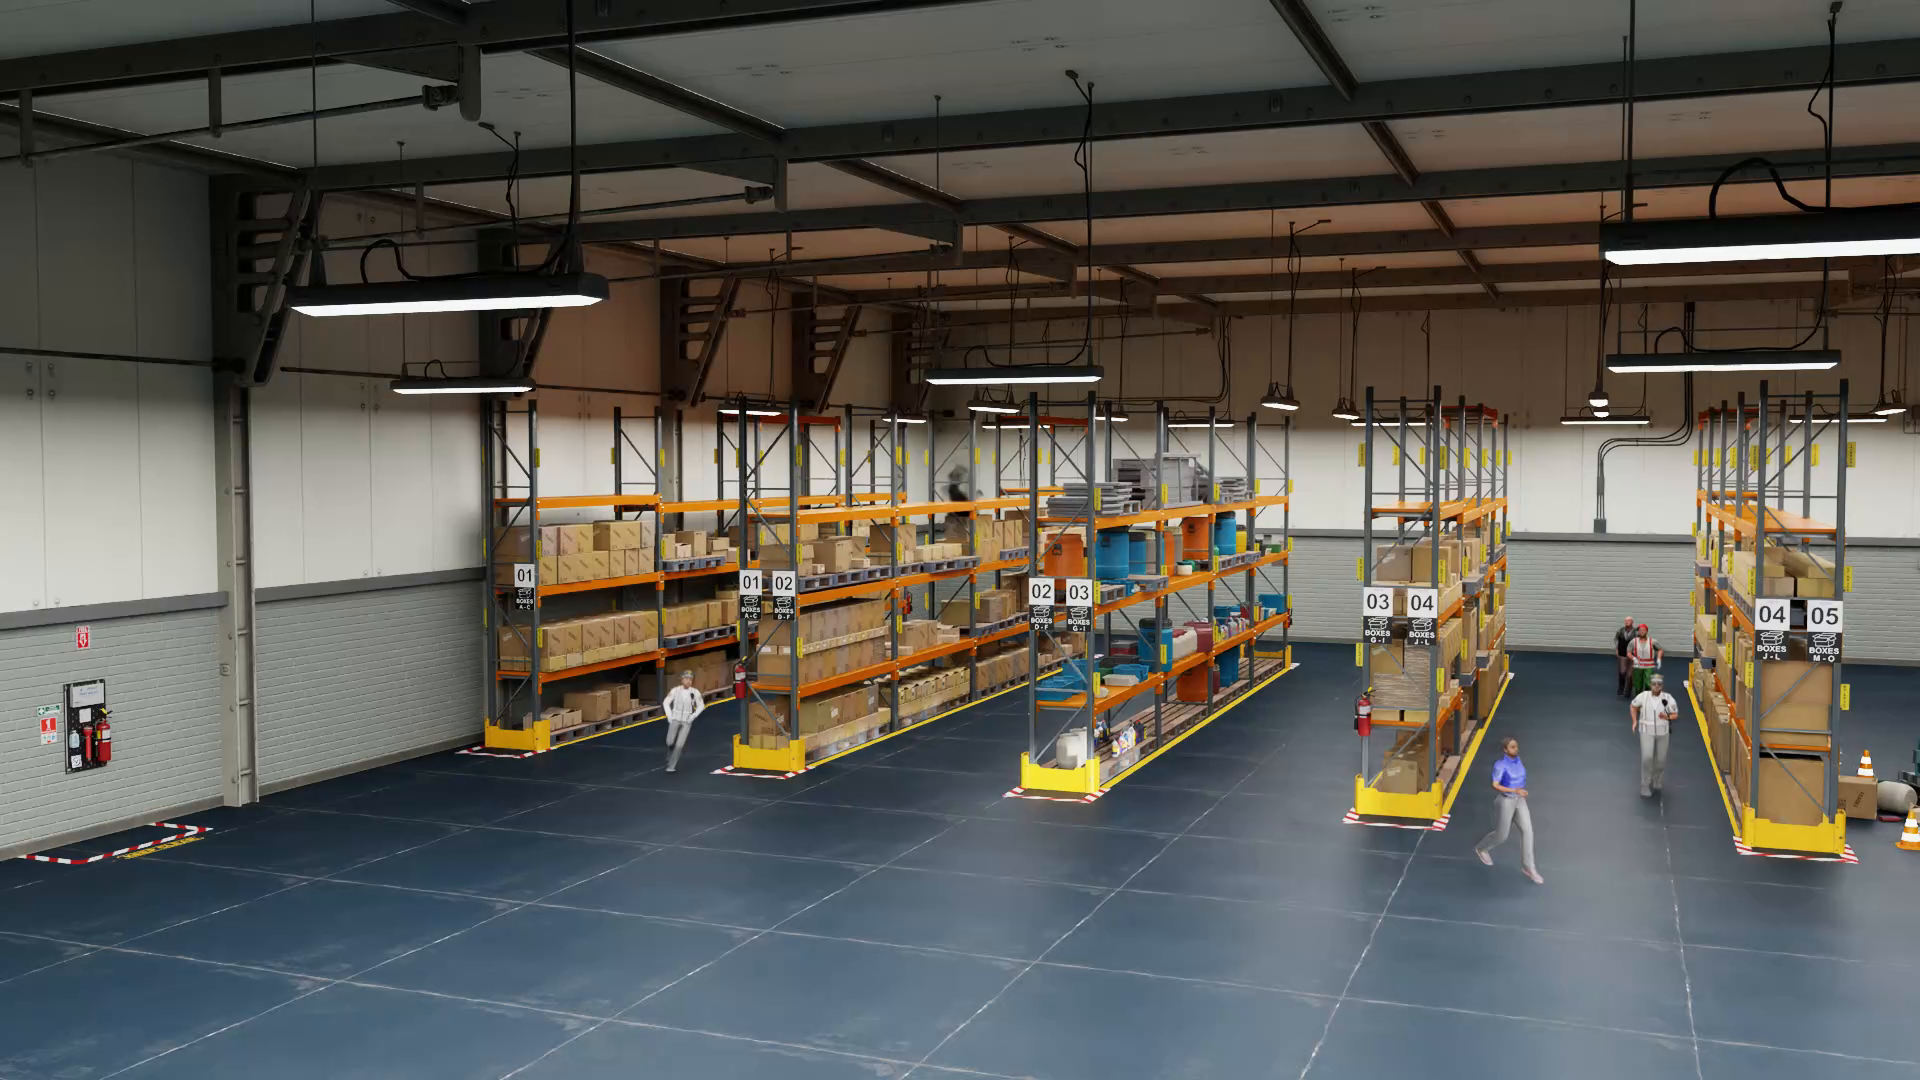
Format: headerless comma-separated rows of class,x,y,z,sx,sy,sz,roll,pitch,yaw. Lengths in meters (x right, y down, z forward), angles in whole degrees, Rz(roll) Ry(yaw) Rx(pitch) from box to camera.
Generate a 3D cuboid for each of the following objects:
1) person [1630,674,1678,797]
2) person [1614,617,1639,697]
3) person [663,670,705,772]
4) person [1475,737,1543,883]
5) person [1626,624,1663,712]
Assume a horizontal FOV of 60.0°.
person,10.330,2.909,24.732,0.631,1.845,0.768,1,3,15
person,13.923,2.440,34.633,0.639,1.694,0.645,2,3,29
person,-4.418,2.885,26.619,0.659,1.614,0.507,0,3,-6
person,6.590,3.192,19.928,0.589,1.672,0.943,-1,3,-28
person,13.361,2.514,32.503,0.644,1.751,0.646,1,3,27
